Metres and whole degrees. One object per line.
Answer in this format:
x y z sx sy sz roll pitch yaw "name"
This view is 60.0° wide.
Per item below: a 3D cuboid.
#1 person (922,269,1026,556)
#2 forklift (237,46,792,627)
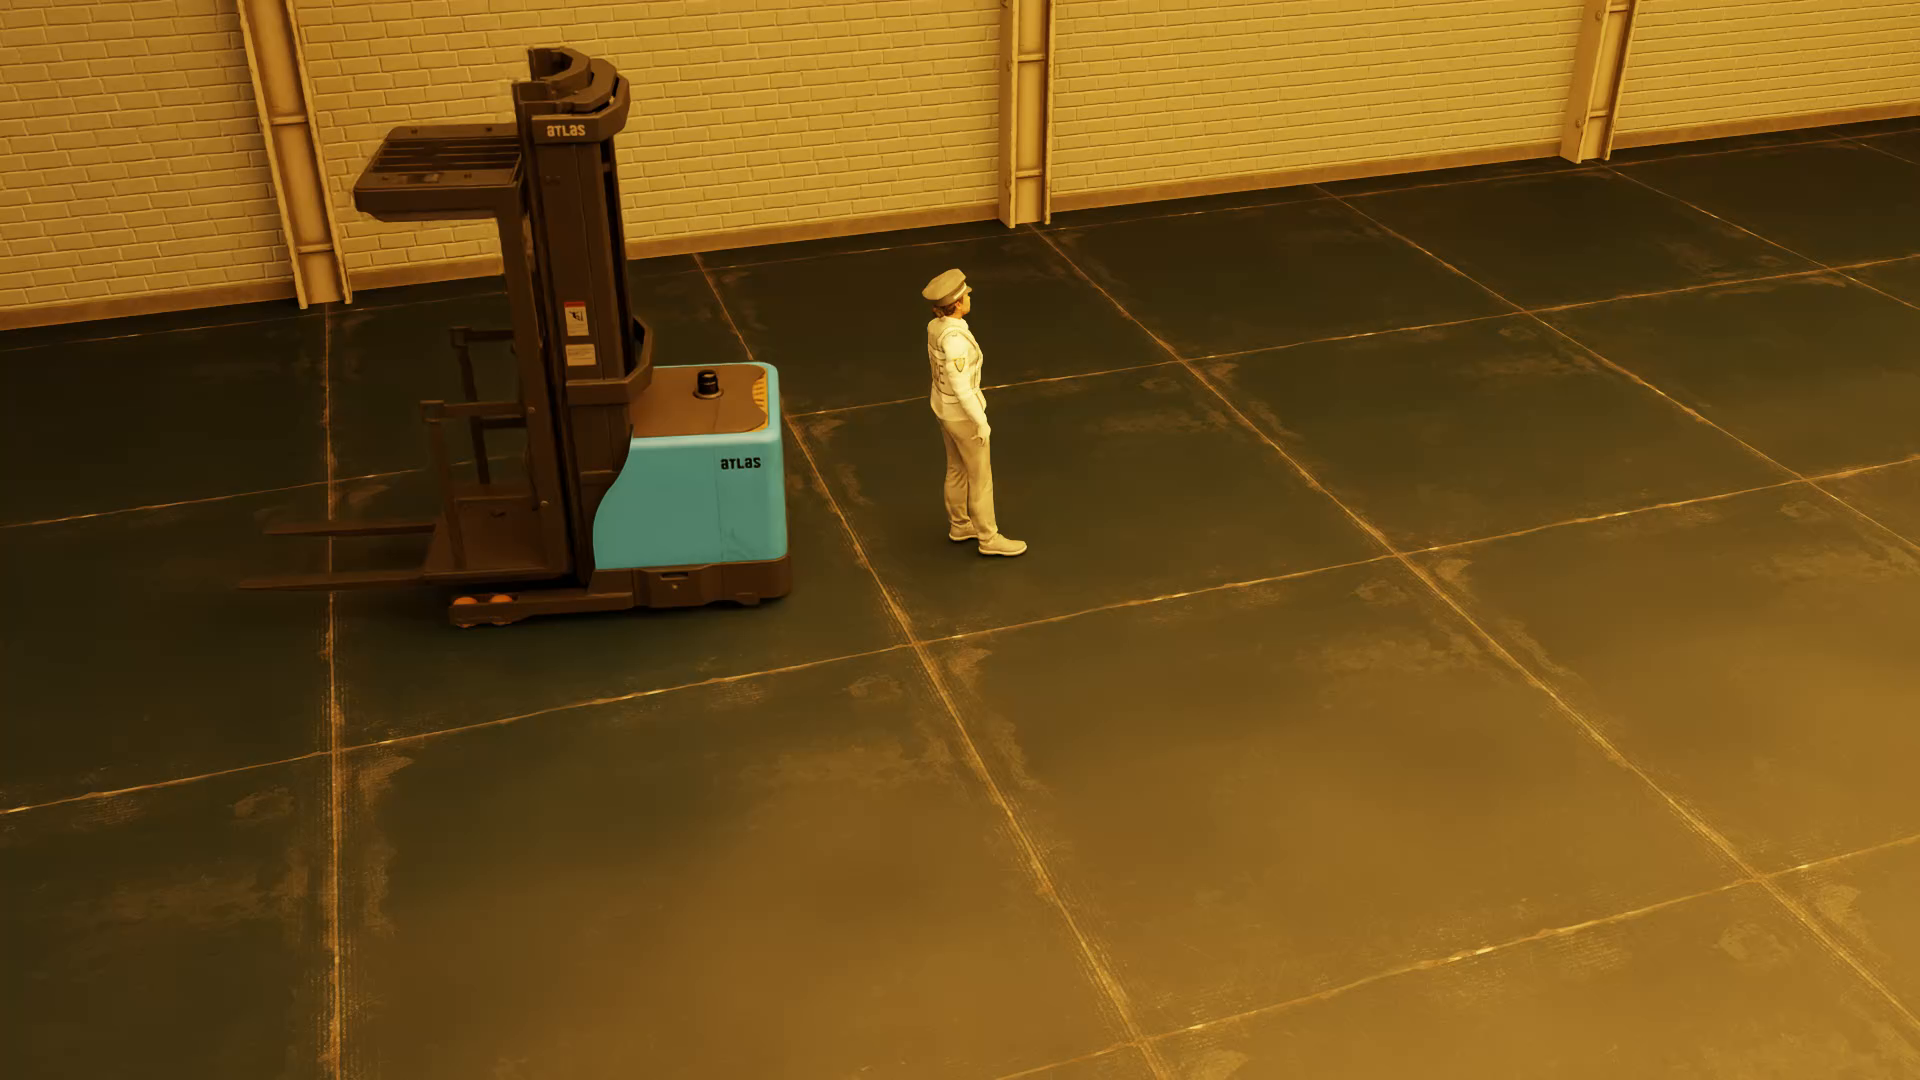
0.068 -0.748 9.613 0.530 1.694 0.586 -10 31 -16 "person"
-2.505 -1.066 8.940 3.031 2.935 1.130 -3 30 -6 "forklift"
